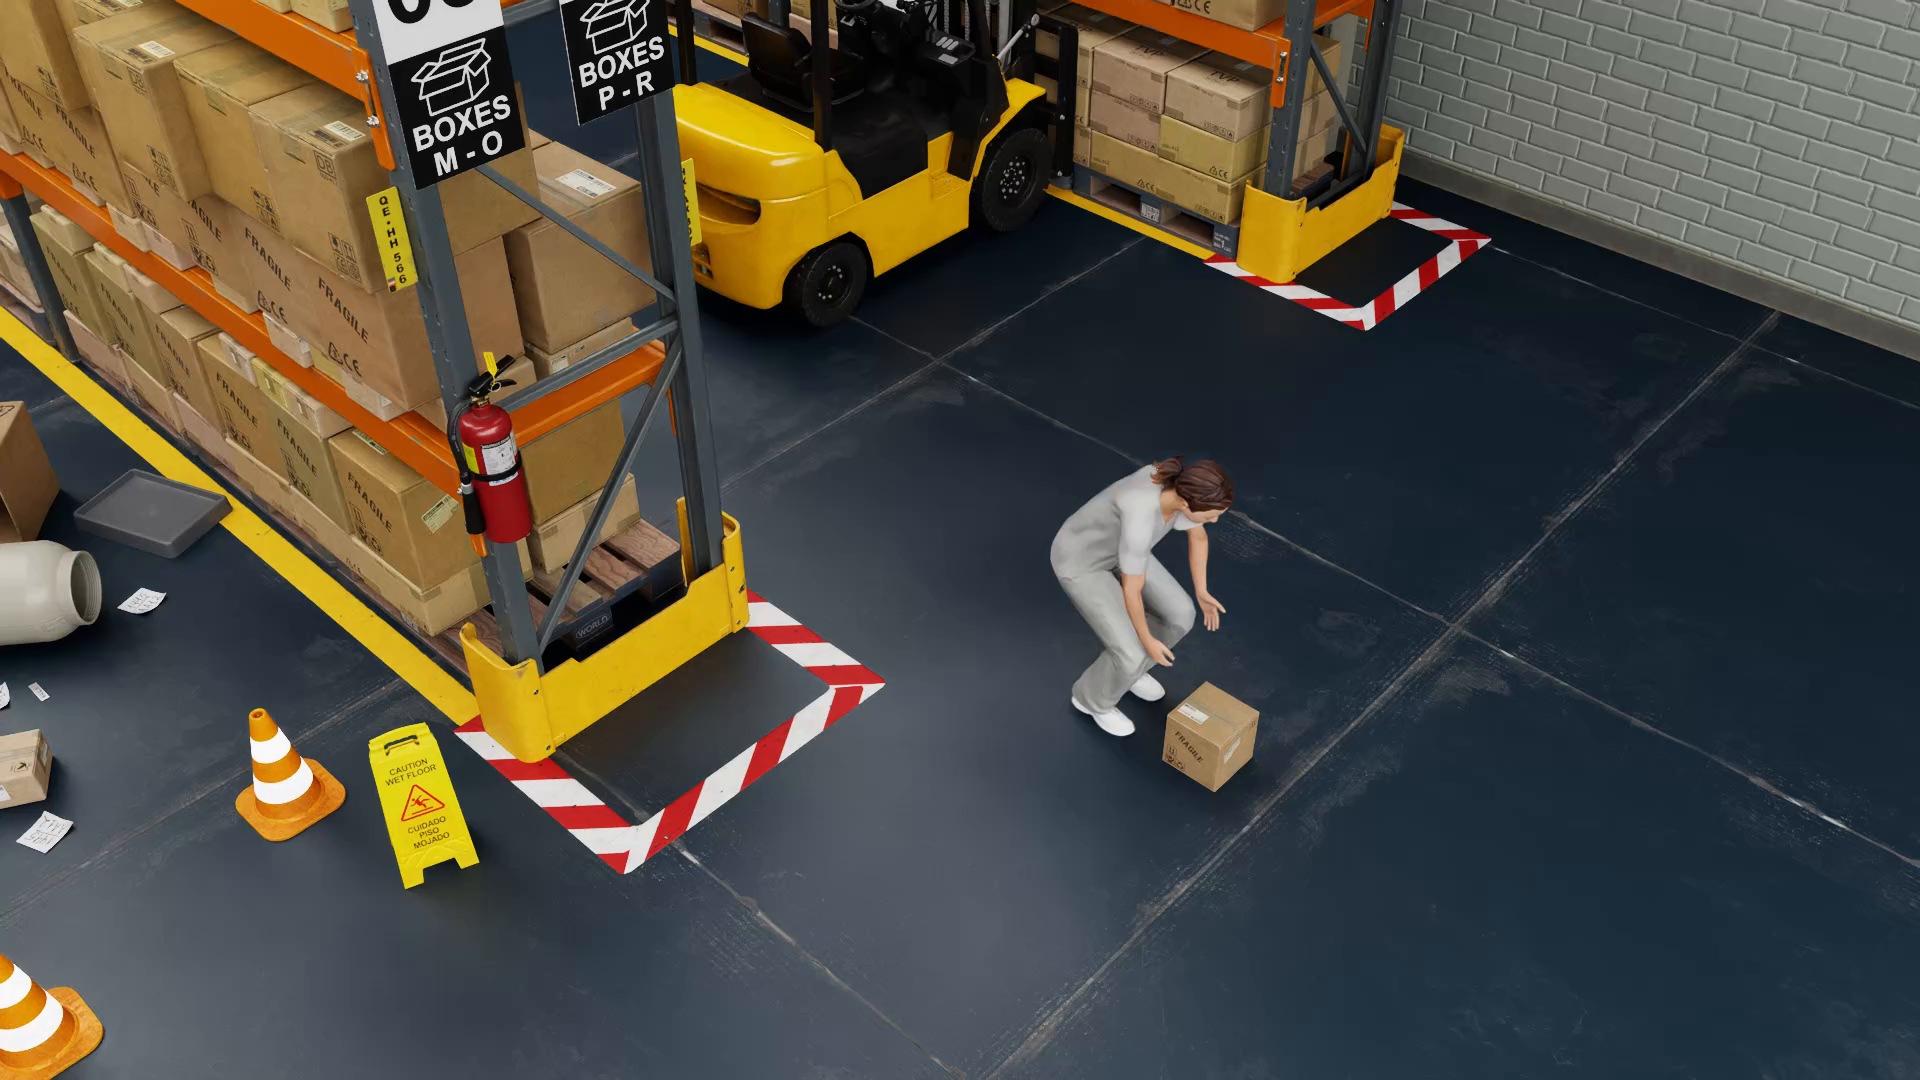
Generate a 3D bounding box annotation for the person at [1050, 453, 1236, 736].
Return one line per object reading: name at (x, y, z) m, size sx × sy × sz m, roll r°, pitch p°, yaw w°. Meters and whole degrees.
person at (0.684, 0.146, 6.275) m, size 0.682 × 1.304 × 0.490 m, roll 30°, pitch 48°, yaw 31°
